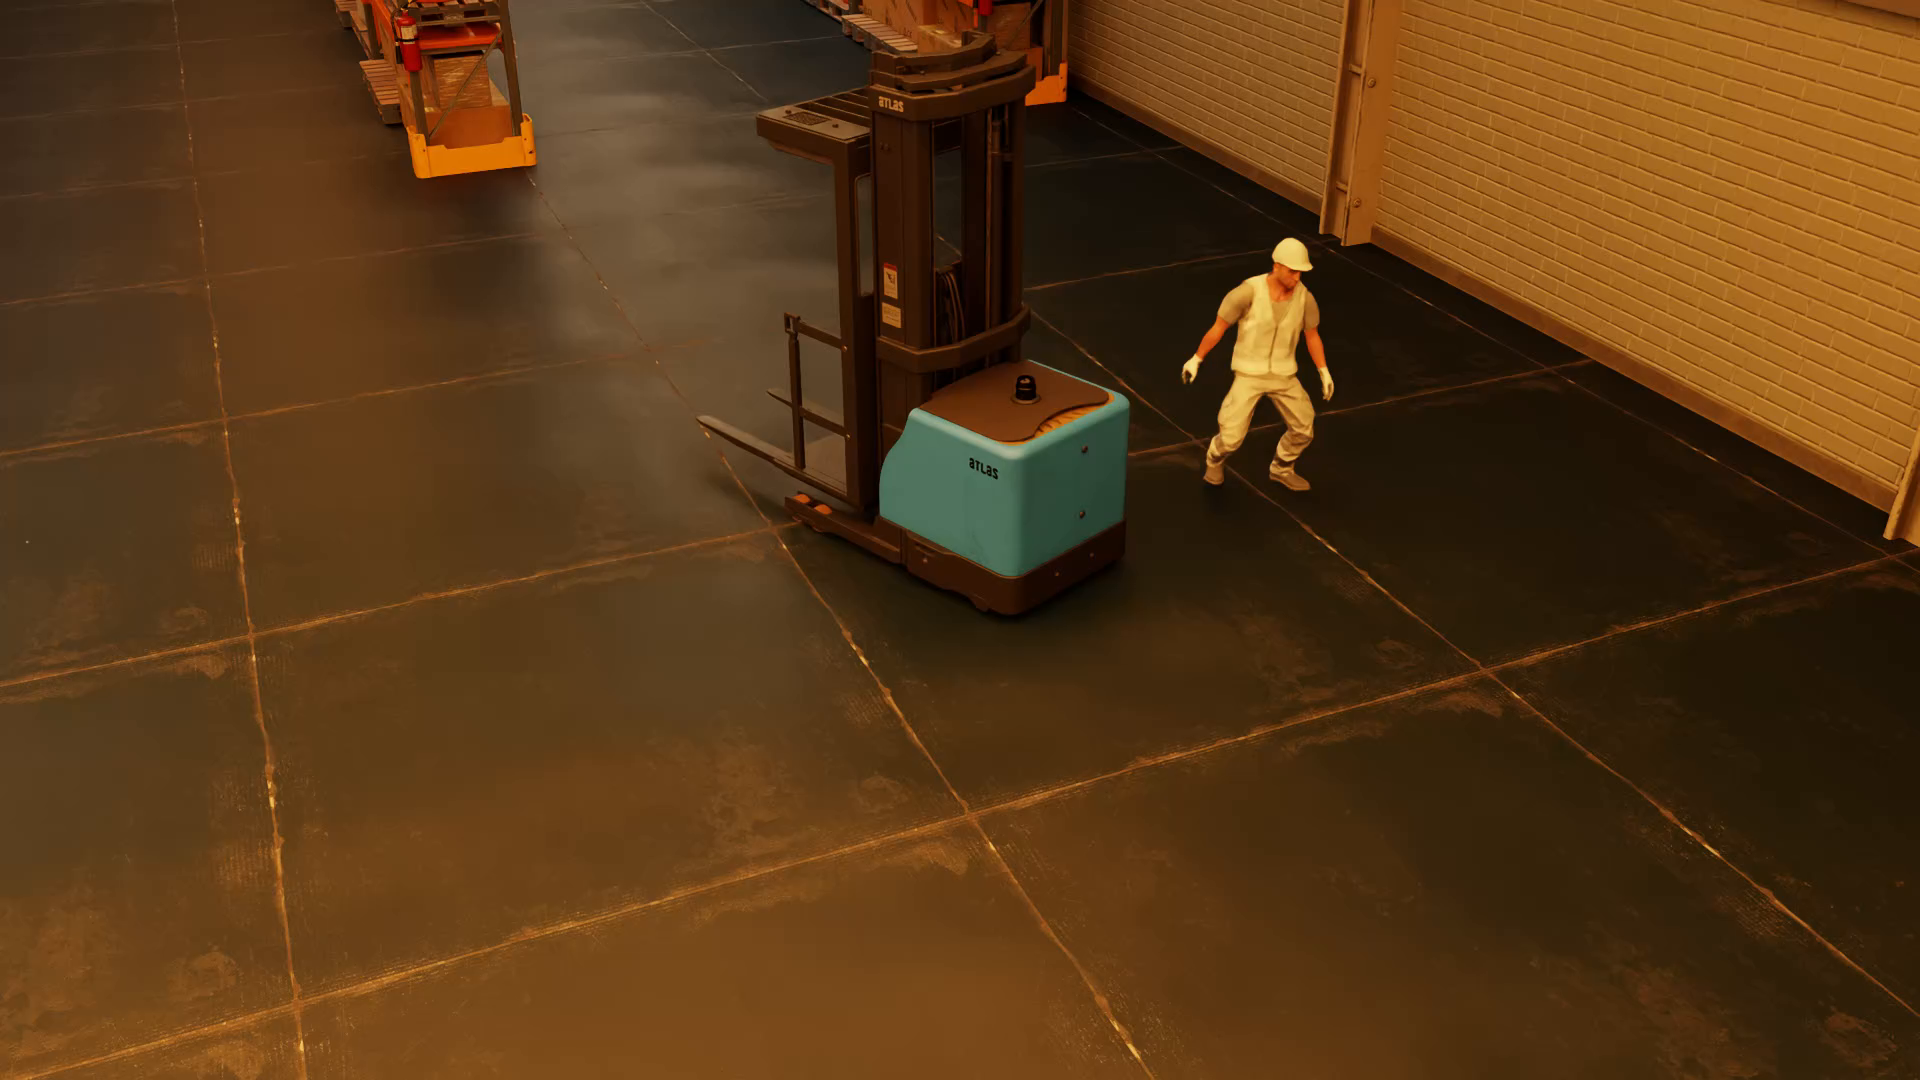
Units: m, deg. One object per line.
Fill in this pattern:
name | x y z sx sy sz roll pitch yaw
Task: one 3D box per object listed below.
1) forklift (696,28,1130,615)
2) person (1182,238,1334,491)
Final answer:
forklift | -0.436 -1.483 9.714 3.031 2.935 1.130 26 39 37
person | 1.839 -1.043 10.194 0.923 1.692 0.488 -2 30 -4
